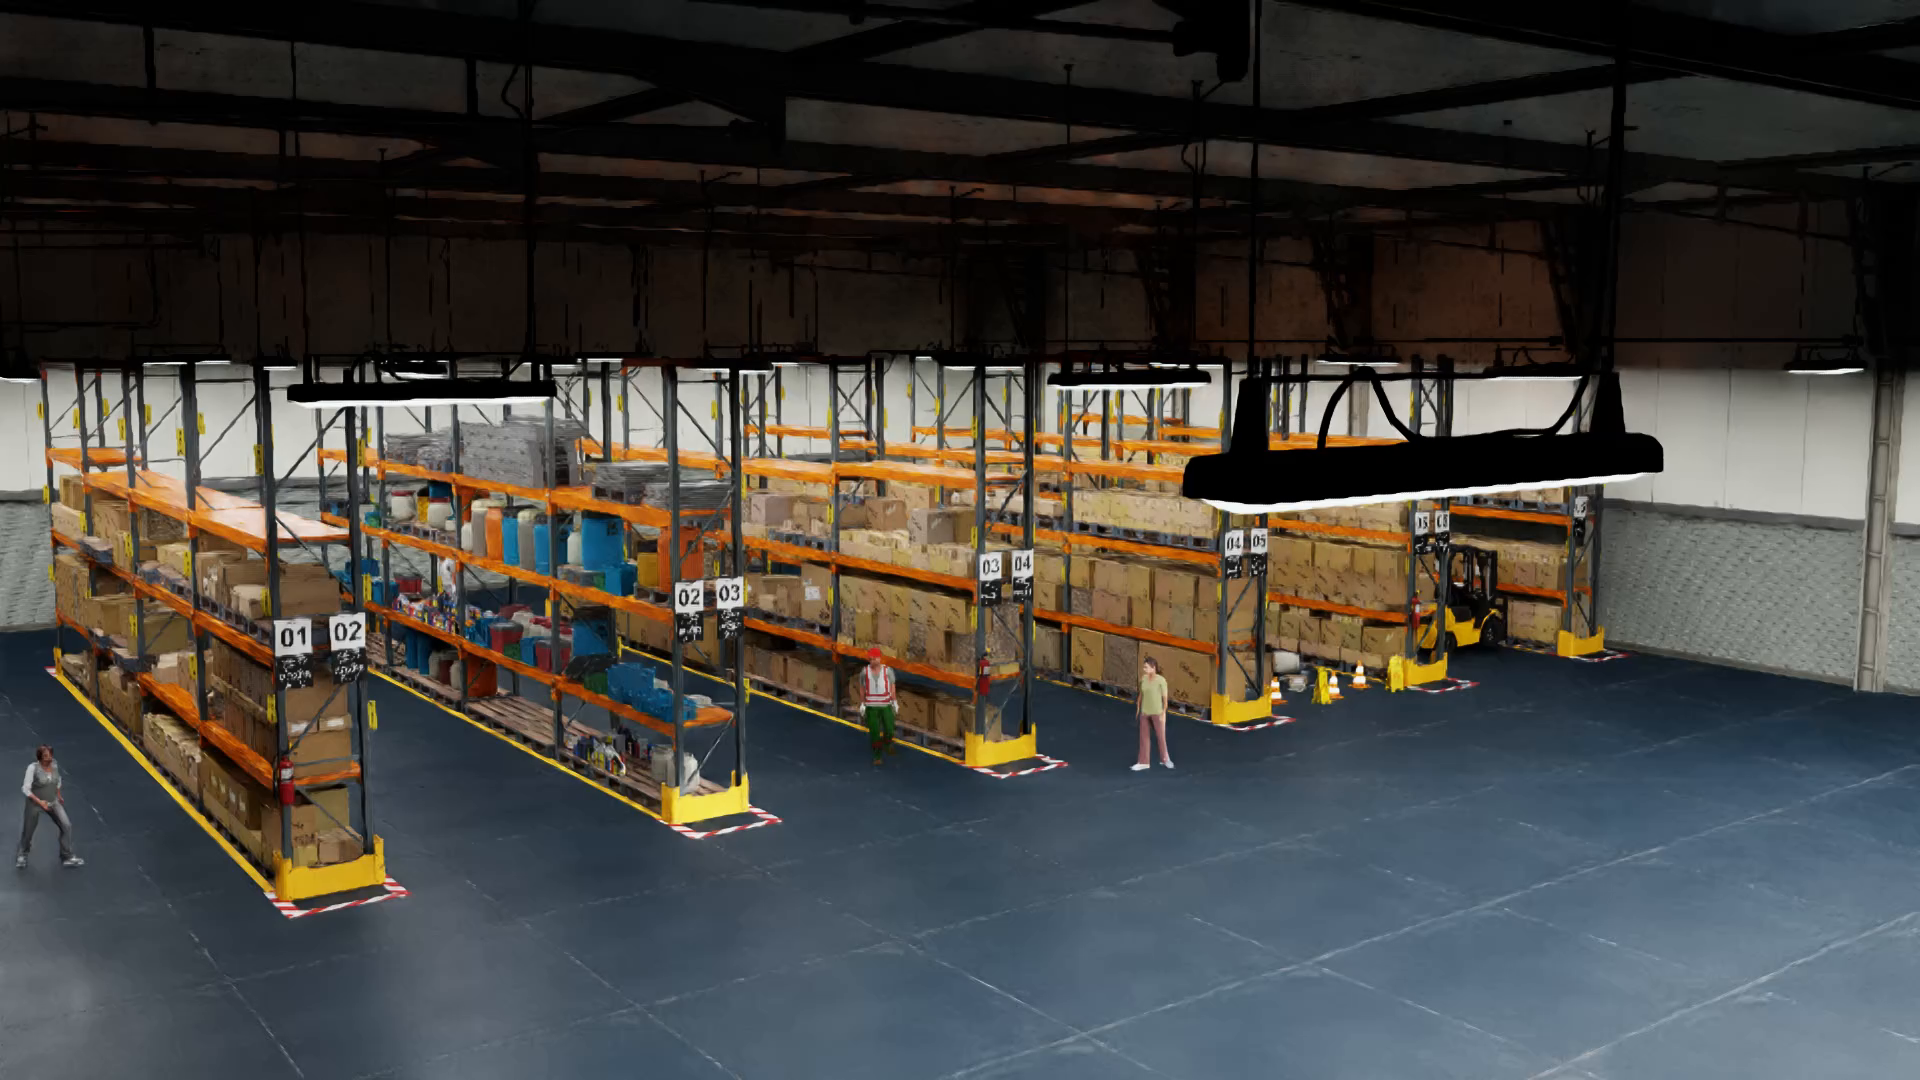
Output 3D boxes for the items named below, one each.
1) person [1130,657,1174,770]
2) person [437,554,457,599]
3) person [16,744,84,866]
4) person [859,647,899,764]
[{"bbox_3d":[2.869,2.562,24.588,0.584,1.673,0.552,4,8,32],"label":"person"},{"bbox_3d":[-11.444,1.005,37.112,0.643,1.782,0.542,3,8,25],"label":"person"},{"bbox_3d":[-11.011,3.179,19.976,0.782,1.511,0.562,5,8,36],"label":"person"},{"bbox_3d":[-1.214,2.463,24.948,0.589,1.779,0.577,0,7,0],"label":"person"}]
